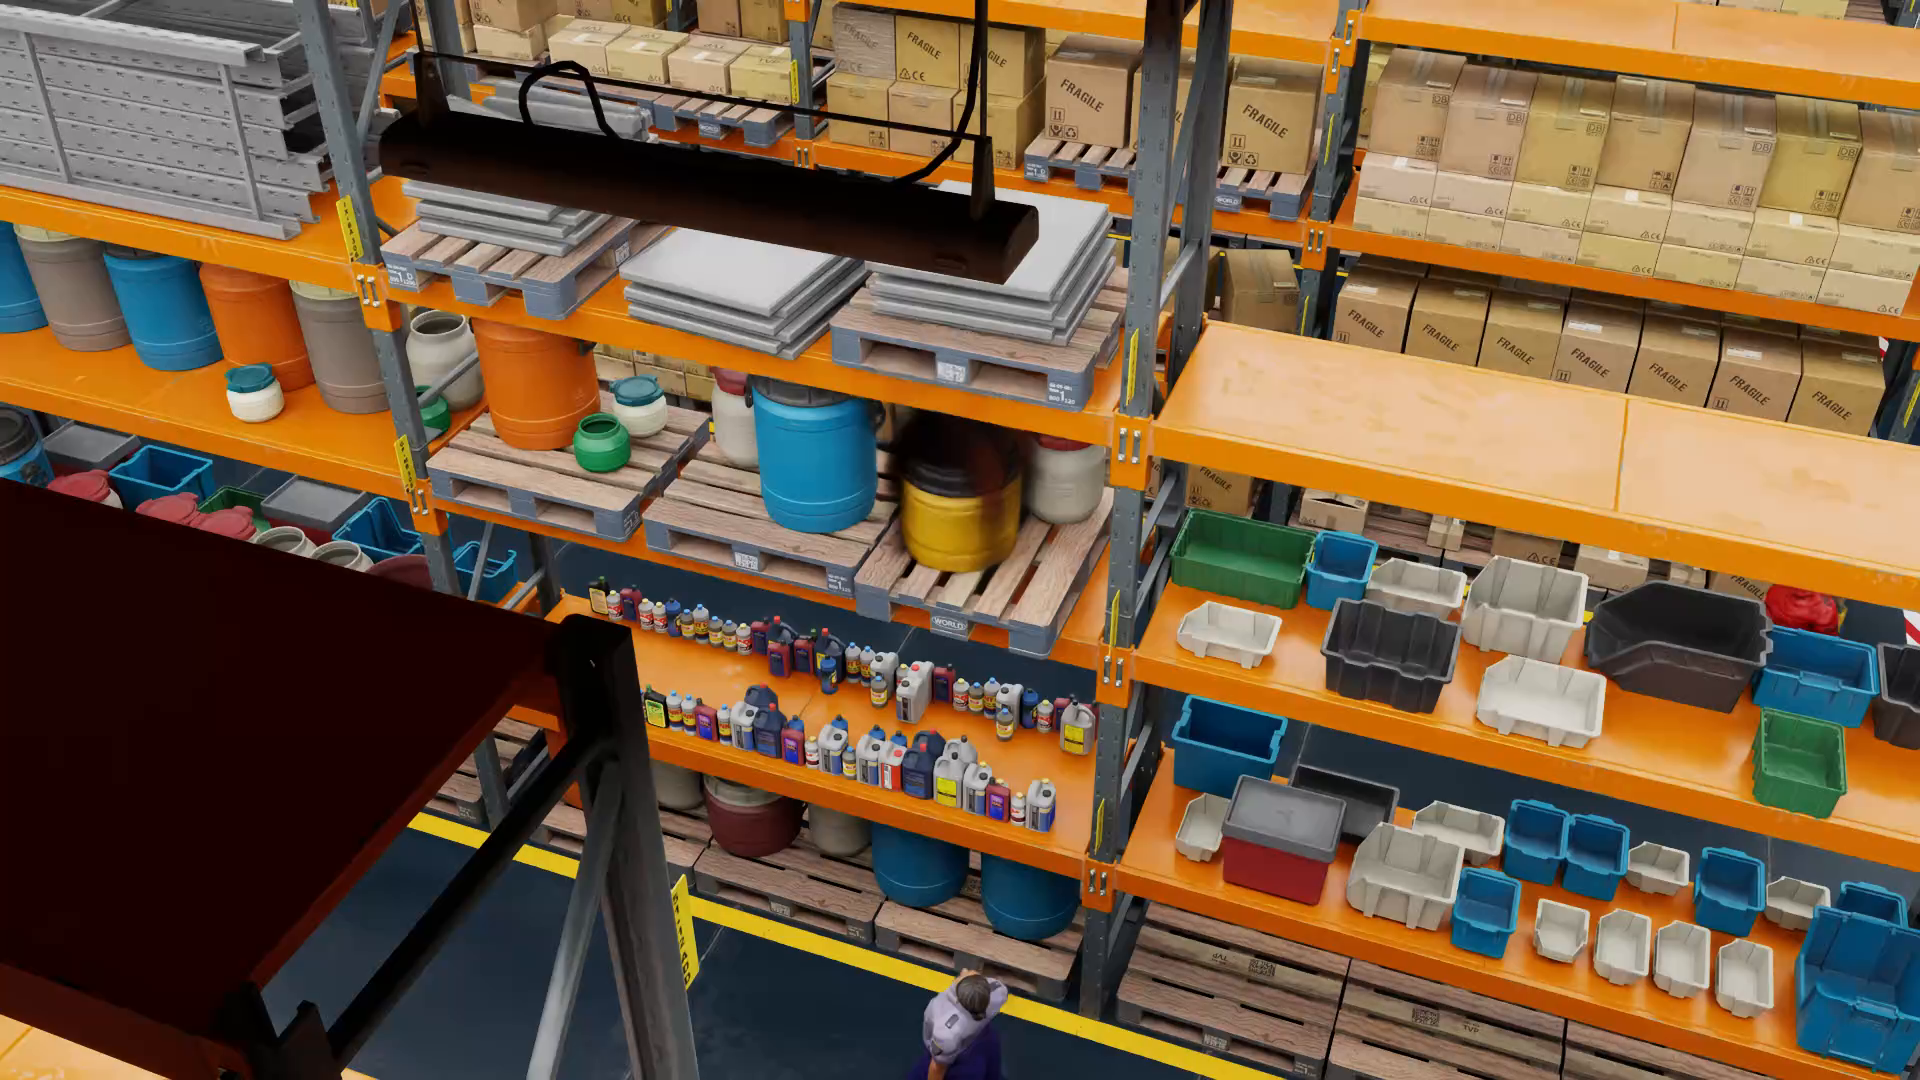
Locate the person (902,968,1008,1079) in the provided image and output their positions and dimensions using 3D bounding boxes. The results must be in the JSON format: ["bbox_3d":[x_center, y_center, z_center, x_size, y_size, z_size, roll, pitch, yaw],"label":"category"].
[{"bbox_3d":[0.035,2.585,8.367,0.955,1.552,0.593,14,39,19],"label":"person"}]

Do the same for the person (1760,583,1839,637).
[{"bbox_3d":[5.376,0.740,10.967,1.067,1.653,0.545,5,37,7],"label":"person"}]
